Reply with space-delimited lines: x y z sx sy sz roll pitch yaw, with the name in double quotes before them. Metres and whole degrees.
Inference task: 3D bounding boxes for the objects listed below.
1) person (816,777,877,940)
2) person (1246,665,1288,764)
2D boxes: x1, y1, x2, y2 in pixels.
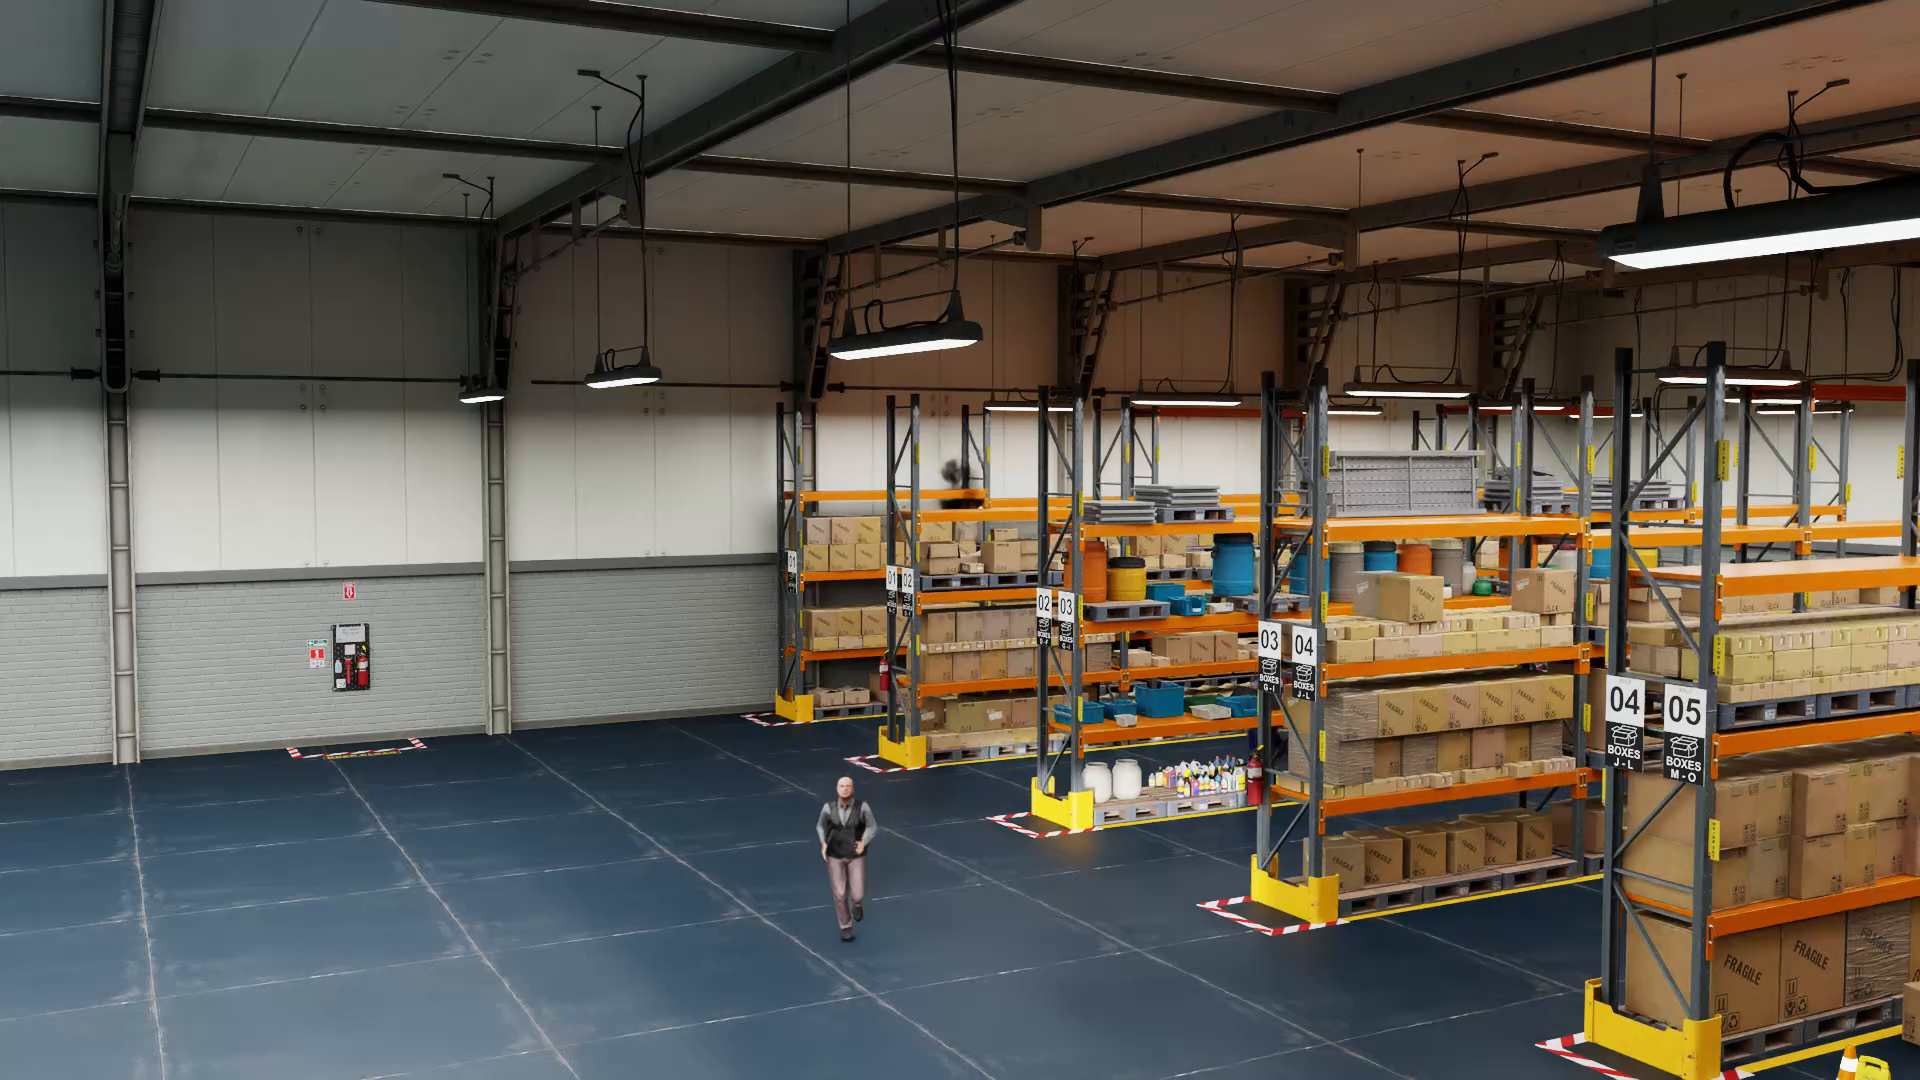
"person" -1.201 3.330 17.538 0.652 1.680 0.640 0 3 1
"person" 4.999 2.810 27.106 0.789 1.690 0.595 -2 4 -29
